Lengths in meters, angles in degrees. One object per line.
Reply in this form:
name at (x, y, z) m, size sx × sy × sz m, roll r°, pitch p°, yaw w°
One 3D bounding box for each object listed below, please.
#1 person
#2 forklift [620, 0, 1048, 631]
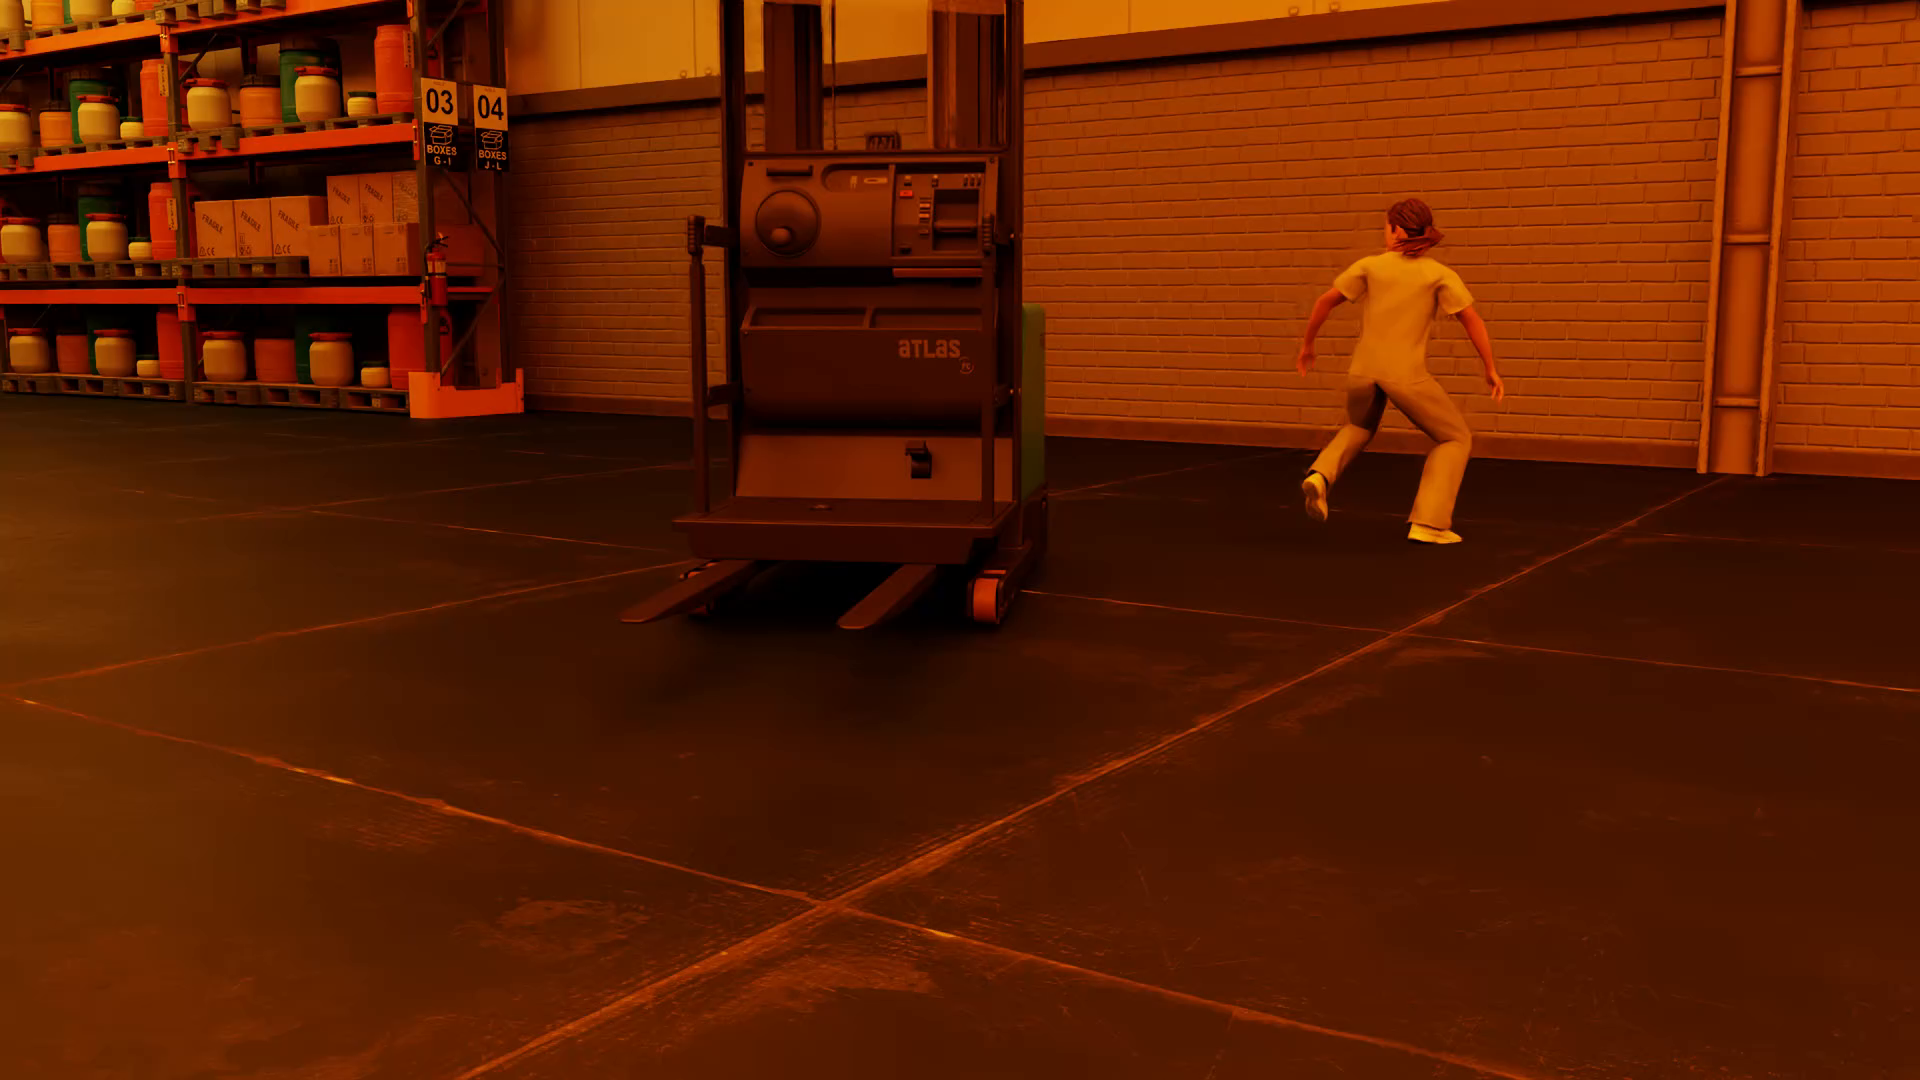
person at (1.986, -0.753, 7.534) m, size 0.878 × 1.559 × 0.496 m, roll 6°, pitch 10°, yaw 36°
forklift at (-0.356, -1.215, 5.738) m, size 1.130 × 2.935 × 3.031 m, roll 1°, pitch 8°, yaw 9°
